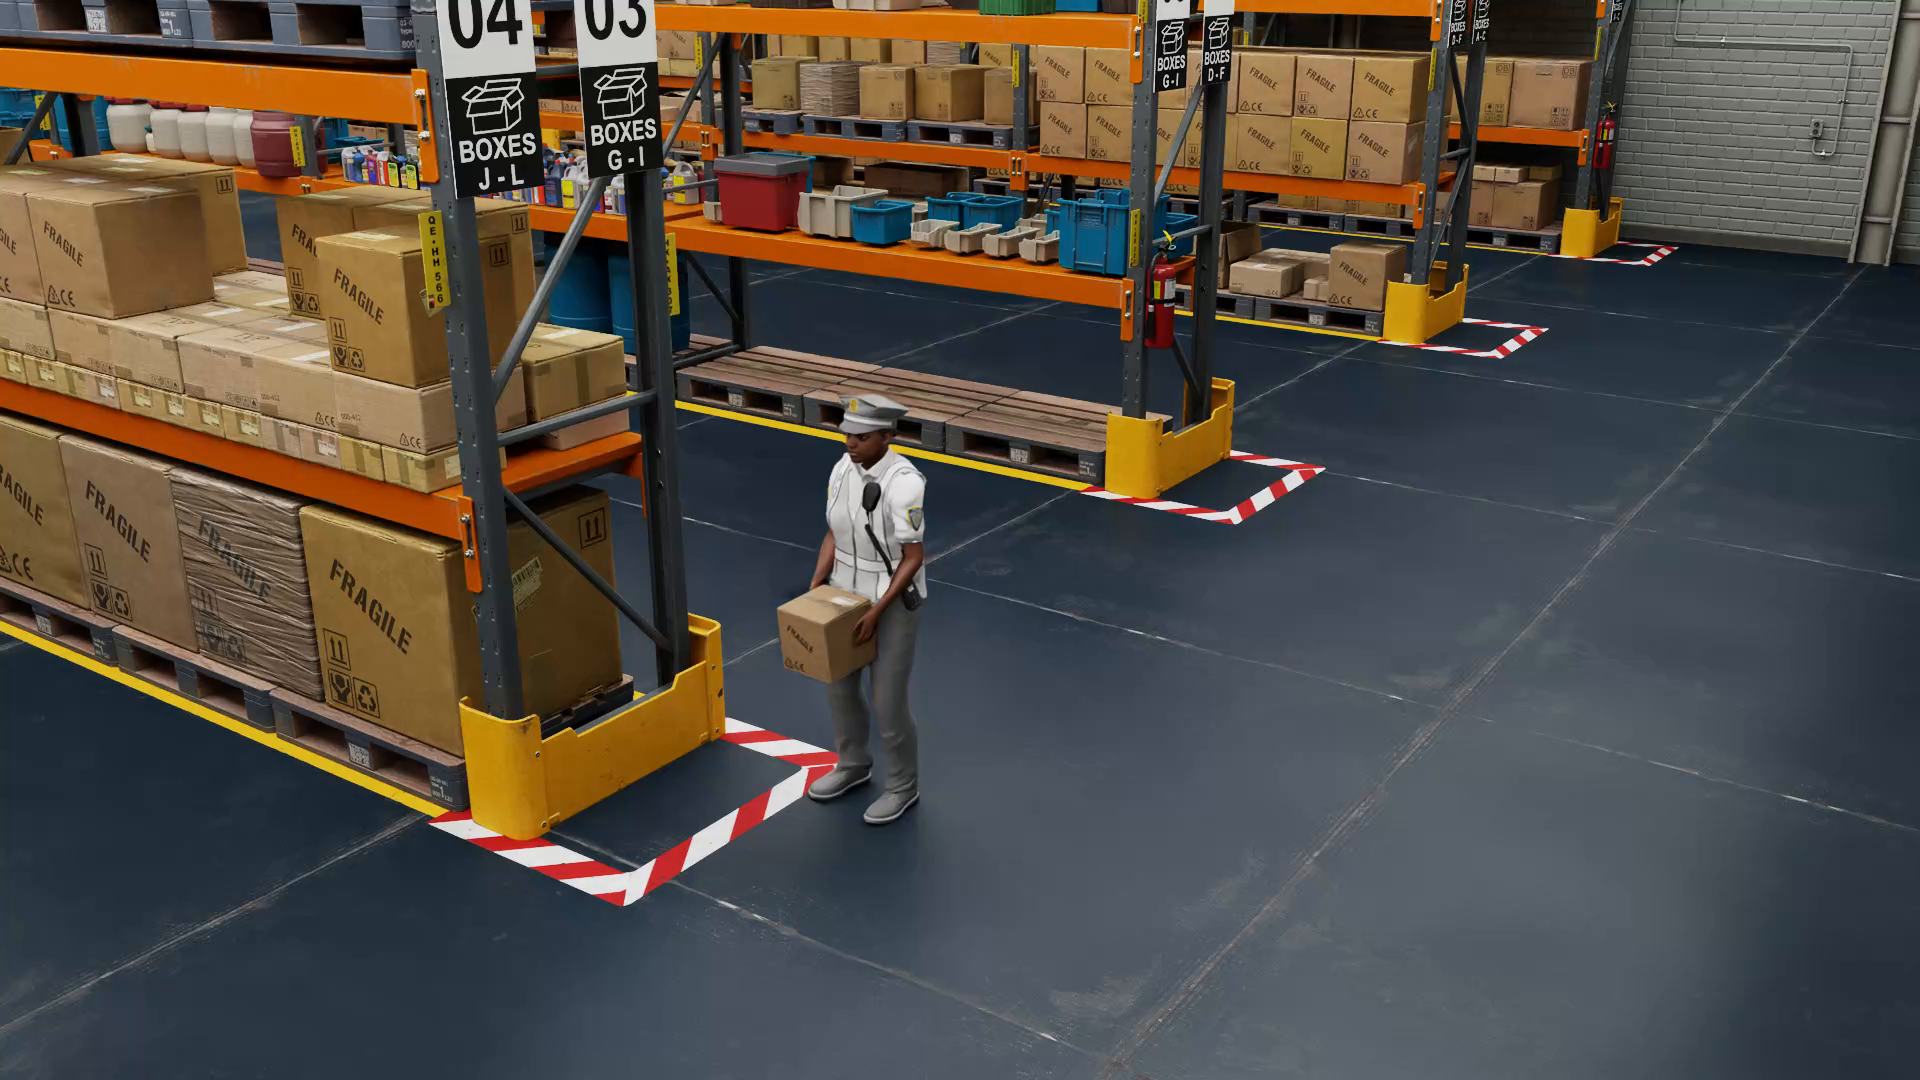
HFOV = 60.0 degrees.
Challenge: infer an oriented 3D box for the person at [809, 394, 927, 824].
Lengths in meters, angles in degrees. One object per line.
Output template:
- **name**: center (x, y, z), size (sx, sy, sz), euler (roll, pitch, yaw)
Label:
- **person**: center (-0.354, 0.249, 6.350), size (0.479, 1.684, 0.429), euler (16, 26, 38)
